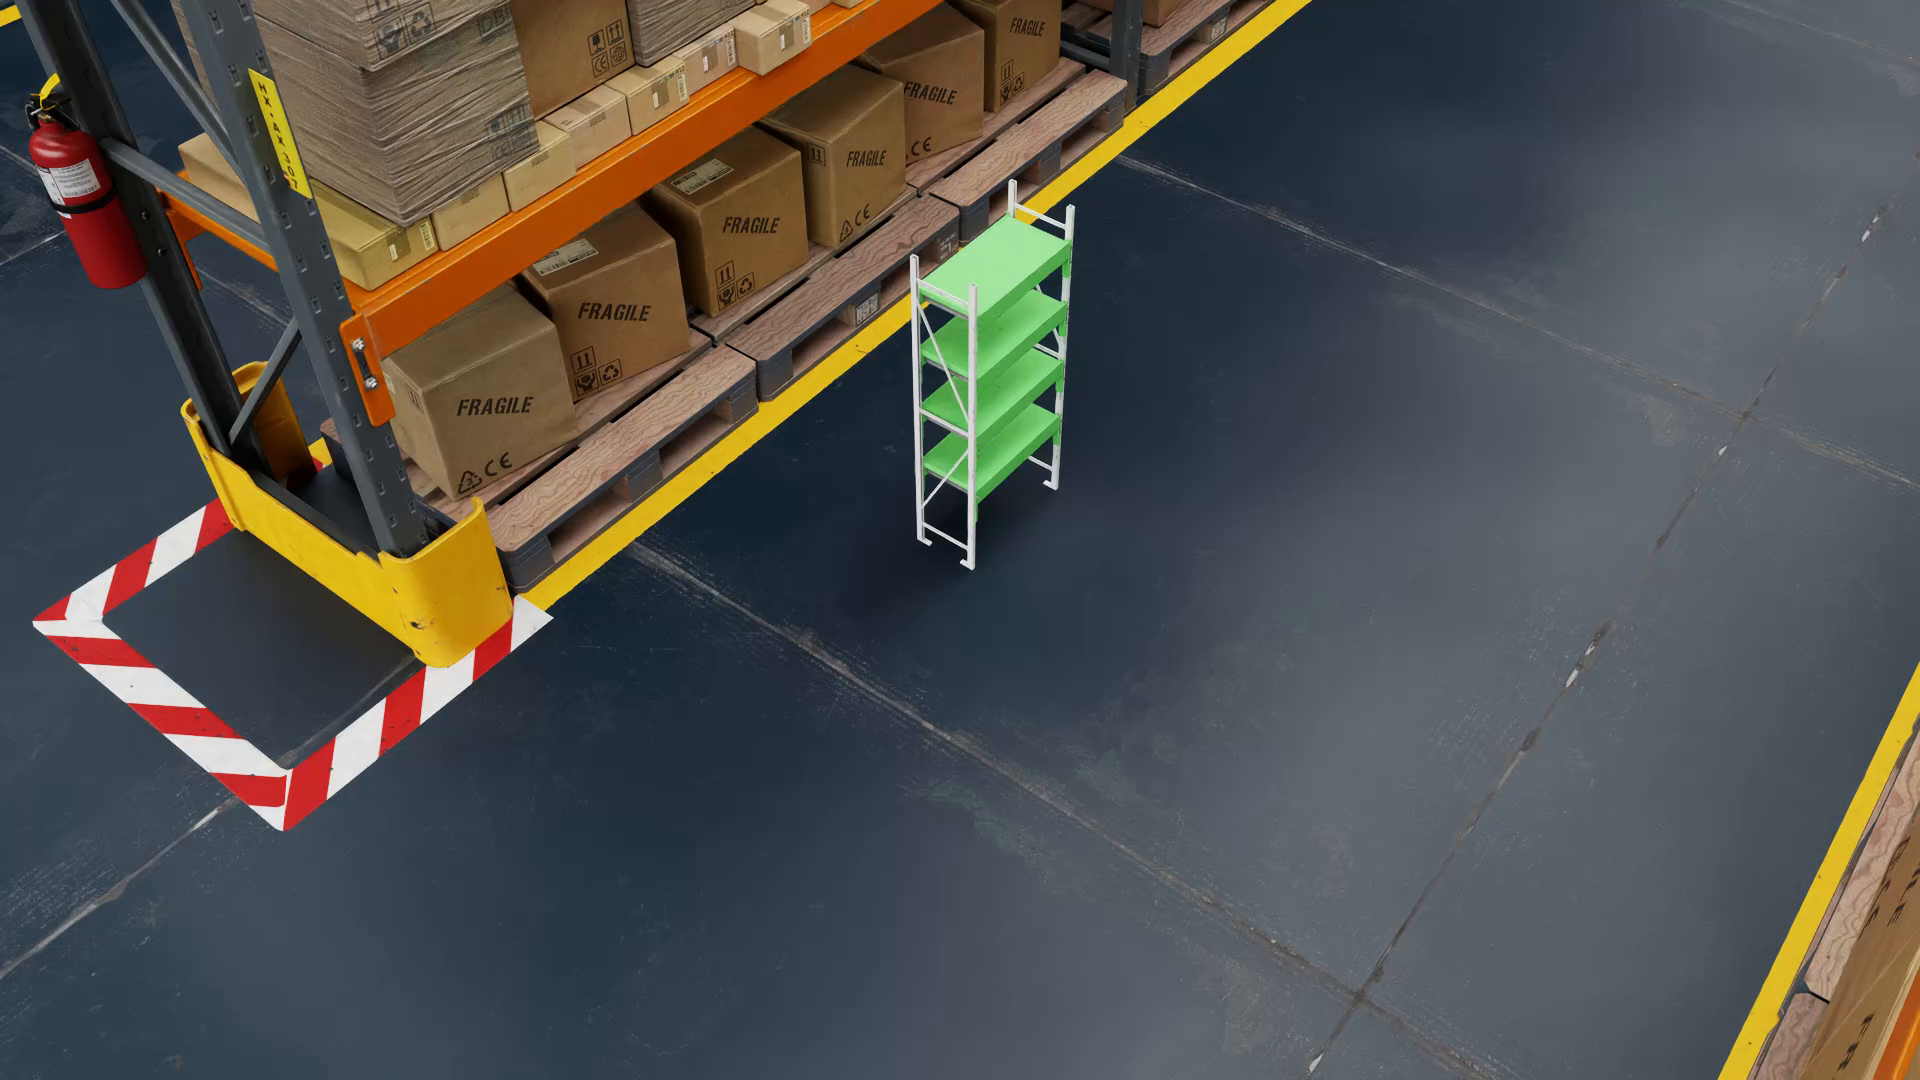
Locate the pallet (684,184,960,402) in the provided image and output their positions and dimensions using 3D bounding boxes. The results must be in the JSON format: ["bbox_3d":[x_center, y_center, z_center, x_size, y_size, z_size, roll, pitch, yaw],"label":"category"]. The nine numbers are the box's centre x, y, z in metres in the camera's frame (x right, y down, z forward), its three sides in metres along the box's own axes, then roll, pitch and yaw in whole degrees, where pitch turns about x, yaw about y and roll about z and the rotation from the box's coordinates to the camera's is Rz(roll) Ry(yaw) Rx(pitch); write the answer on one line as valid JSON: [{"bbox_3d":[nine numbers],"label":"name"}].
[{"bbox_3d":[-0.752,-1.142,6.695,1.003,0.211,1.213,29,53,25],"label":"pallet"}]

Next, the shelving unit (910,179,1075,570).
[{"bbox_3d":[0.101,-0.509,5.407,0.258,1.200,0.503,29,53,25],"label":"shelving unit"}]

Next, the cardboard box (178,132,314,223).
[{"bbox_3d":[-2.058,-1.085,4.886,0.380,0.149,0.250,29,53,25],"label":"cardboard box"}]

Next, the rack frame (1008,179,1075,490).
[{"bbox_3d":[0.250,-0.649,5.540,0.240,1.200,0.015,29,53,25],"label":"rack frame"}]

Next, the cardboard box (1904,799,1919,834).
[{"bbox_3d":[3.252,0.480,4.396,0.875,0.875,0.875,30,53,25],"label":"cardboard box"}]

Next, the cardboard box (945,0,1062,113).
[{"bbox_3d":[0.100,-2.277,7.289,0.500,0.500,0.500,28,52,24],"label":"cardboard box"}]

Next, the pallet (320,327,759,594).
[{"bbox_3d":[-1.498,-0.447,6.031,1.003,0.211,1.213,29,53,25],"label":"pallet"}]

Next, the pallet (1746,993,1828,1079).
[{"bbox_3d":[2.221,1.804,3.880,1.003,0.211,1.213,29,53,25],"label":"pallet"}]

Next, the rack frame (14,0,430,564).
[{"bbox_3d":[-2.069,-0.917,4.552,1.000,3.000,0.127,29,53,25],"label":"rack frame"}]

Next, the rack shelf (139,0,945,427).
[{"bbox_3d":[-0.846,-1.813,5.905,1.077,0.370,4.000,29,53,25],"label":"rack shelf"}]

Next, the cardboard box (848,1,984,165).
[{"bbox_3d":[-0.244,-1.945,6.972,0.500,0.500,0.500,-26,52,-23],"label":"cardboard box"}]

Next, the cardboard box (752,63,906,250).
[{"bbox_3d":[-0.561,-1.555,6.600,0.500,0.500,0.500,25,51,22],"label":"cardboard box"}]

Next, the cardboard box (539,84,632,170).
[{"bbox_3d":[-1.237,-1.311,5.102,0.380,0.149,0.250,29,53,25],"label":"cardboard box"}]

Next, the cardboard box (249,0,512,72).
[{"bbox_3d":[-1.517,-1.594,4.232,0.500,0.500,0.500,29,53,25],"label":"cardboard box"}]

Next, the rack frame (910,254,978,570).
[{"bbox_3d":[-0.048,-0.370,5.273,0.240,1.200,0.015,29,53,25],"label":"rack frame"}]

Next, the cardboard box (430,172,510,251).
[{"bbox_3d":[-1.538,-1.023,4.826,0.380,0.149,0.250,29,53,25],"label":"cardboard box"}]

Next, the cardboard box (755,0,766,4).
[{"bbox_3d":[-0.845,-2.244,5.545,0.875,0.500,0.500,29,53,25],"label":"cardboard box"}]

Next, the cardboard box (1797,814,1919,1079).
[{"bbox_3d":[2.693,1.001,3.899,0.875,0.875,0.875,28,53,24],"label":"cardboard box"}]

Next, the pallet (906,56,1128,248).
[{"bbox_3d":[-0.006,-1.843,7.365,1.003,0.211,1.213,29,53,25],"label":"pallet"}]

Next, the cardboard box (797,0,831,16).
[{"bbox_3d":[-0.664,-1.905,5.669,0.380,0.149,0.250,29,53,25],"label":"cardboard box"}]

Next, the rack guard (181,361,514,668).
[{"bbox_3d":[-2.023,-0.097,5.497,1.175,0.500,0.348,29,53,25],"label":"rack guard"}]

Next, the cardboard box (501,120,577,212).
[{"bbox_3d":[-1.373,-1.159,4.957,0.380,0.149,0.250,29,53,25],"label":"cardboard box"}]

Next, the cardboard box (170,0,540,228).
[{"bbox_3d":[-1.711,-1.357,4.697,0.875,0.500,0.500,29,53,25],"label":"cardboard box"}]

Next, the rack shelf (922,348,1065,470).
[{"bbox_3d":[0.101,-0.465,5.453,0.258,0.148,0.480,29,53,25],"label":"rack shelf"}]

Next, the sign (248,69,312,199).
[{"bbox_3d":[-1.640,-0.977,4.010,0.100,0.325,0.005,29,53,25],"label":"sign"}]

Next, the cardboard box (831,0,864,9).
[{"bbox_3d":[-0.451,-2.015,5.774,0.380,0.149,0.250,29,53,25],"label":"cardboard box"}]

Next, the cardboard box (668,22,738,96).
[{"bbox_3d":[-0.947,-1.606,5.384,0.380,0.149,0.250,29,53,25],"label":"cardboard box"}]

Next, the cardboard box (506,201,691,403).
[{"bbox_3d":[-1.336,-0.906,5.979,0.500,0.500,0.500,-29,53,-25],"label":"cardboard box"}]

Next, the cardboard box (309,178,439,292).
[{"bbox_3d":[-1.706,-0.888,4.698,0.380,0.149,0.250,29,53,25],"label":"cardboard box"}]

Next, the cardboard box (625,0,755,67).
[{"bbox_3d":[-1.160,-1.963,5.276,0.875,0.500,0.500,29,53,25],"label":"cardboard box"}]

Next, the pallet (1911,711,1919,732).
[{"bbox_3d":[3.713,0.408,5.214,1.003,0.211,1.213,29,53,25],"label":"pallet"}]

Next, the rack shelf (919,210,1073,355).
[{"bbox_3d":[0.101,-0.797,5.106,0.258,0.148,0.480,29,53,25],"label":"rack shelf"}]

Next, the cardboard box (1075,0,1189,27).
[{"bbox_3d":[0.769,-2.836,7.810,0.700,0.500,0.500,25,51,22],"label":"cardboard box"}]

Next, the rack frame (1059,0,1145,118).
[{"bbox_3d":[0.377,-3.206,6.738,1.000,3.000,0.127,29,53,25],"label":"rack frame"}]

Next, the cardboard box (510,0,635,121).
[{"bbox_3d":[-1.500,-1.696,5.021,0.875,0.500,0.500,29,53,25],"label":"cardboard box"}]

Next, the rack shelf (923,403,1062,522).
[{"bbox_3d":[0.101,-0.299,5.626,0.258,0.148,0.480,29,53,25],"label":"rack shelf"}]

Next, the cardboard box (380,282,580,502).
[{"bbox_3d":[-1.674,-0.549,5.638,0.500,0.500,0.500,-33,54,-27],"label":"cardboard box"}]

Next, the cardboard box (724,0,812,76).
[{"bbox_3d":[-0.712,-1.704,5.477,0.380,0.149,0.250,29,53,25],"label":"cardboard box"}]

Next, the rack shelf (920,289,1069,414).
[{"bbox_3d":[0.101,-0.631,5.279,0.258,0.148,0.480,29,53,25],"label":"rack shelf"}]

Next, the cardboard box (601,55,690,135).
[{"bbox_3d":[-1.079,-1.451,5.236,0.380,0.149,0.250,29,53,25],"label":"cardboard box"}]

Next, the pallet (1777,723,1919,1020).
[{"bbox_3d":[2.967,1.109,4.544,1.003,0.211,1.213,29,53,25],"label":"pallet"}]

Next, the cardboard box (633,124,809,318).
[{"bbox_3d":[-0.938,-1.256,6.314,0.500,0.500,0.500,34,55,28],"label":"cardboard box"}]

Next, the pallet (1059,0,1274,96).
[{"bbox_3d":[0.851,-2.689,8.173,1.003,0.211,1.213,29,53,25],"label":"pallet"}]

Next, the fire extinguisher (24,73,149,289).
[{"bbox_3d":[-2.504,-1.029,4.712,0.296,0.674,0.183,29,53,25],"label":"fire extinguisher"}]
